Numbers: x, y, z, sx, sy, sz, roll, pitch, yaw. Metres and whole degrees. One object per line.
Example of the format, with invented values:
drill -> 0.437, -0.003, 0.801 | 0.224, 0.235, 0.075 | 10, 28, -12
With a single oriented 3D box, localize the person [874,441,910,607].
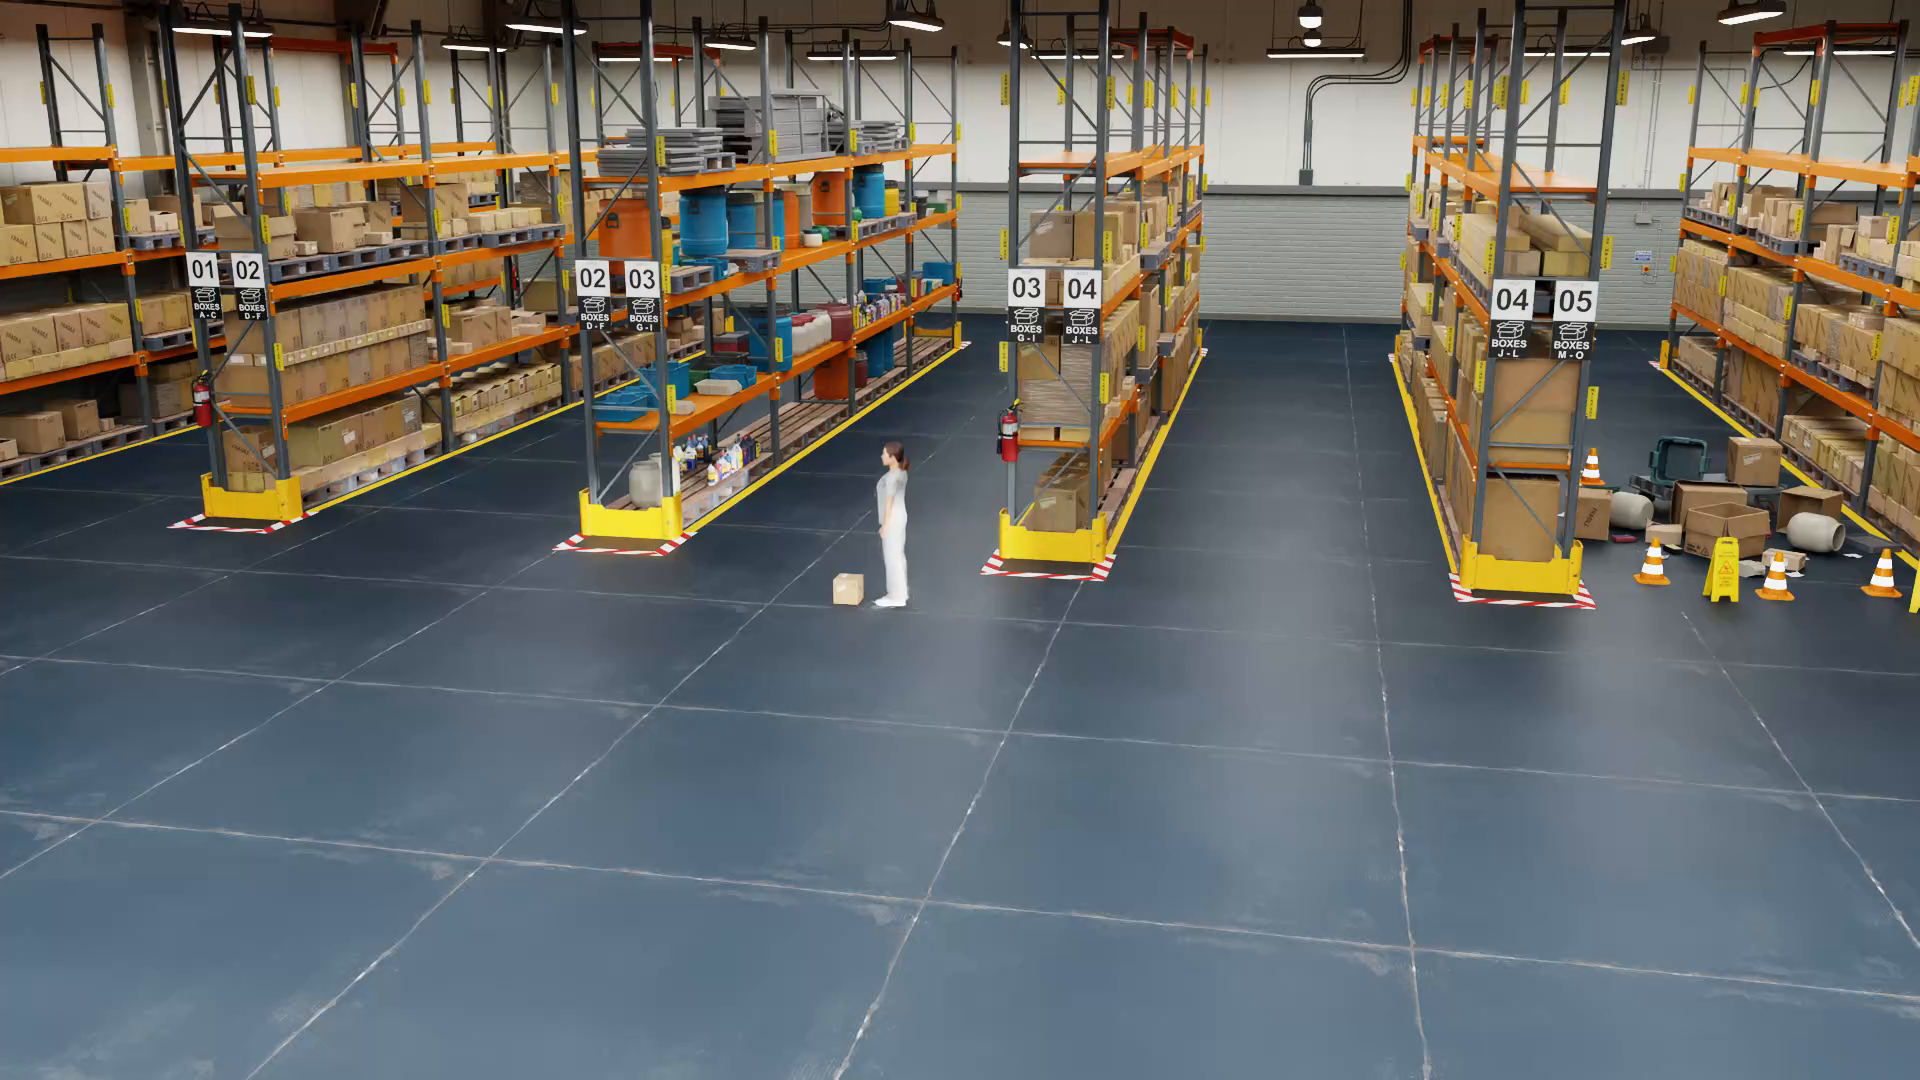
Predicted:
person -> -0.668, -0.152, 16.639 | 0.361, 1.698, 0.440 | 3, 15, 12
